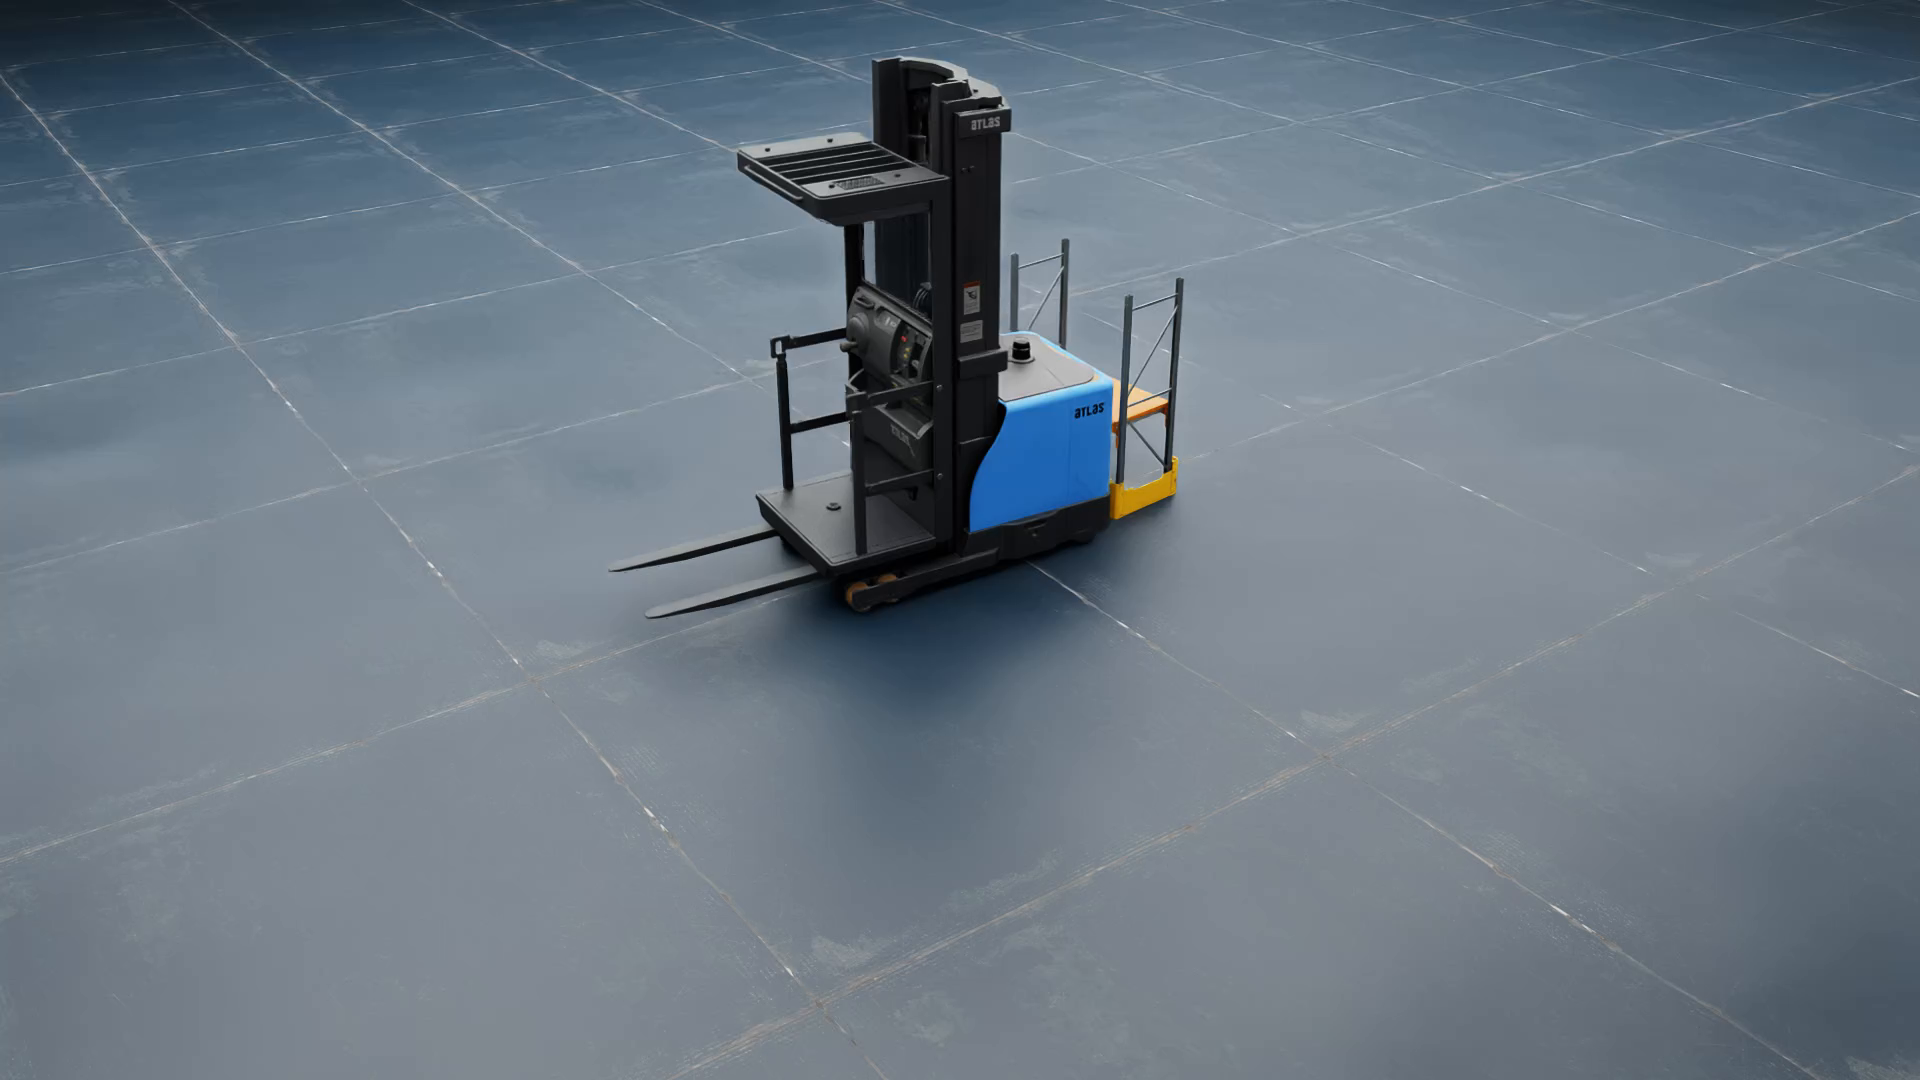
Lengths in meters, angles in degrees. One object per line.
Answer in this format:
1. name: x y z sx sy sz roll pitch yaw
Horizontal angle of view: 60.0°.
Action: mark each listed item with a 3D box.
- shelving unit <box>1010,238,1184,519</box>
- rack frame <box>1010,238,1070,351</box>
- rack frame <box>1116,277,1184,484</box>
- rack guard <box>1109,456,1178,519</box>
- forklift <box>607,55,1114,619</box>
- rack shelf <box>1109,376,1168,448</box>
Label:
1. shelving unit: 0.868 -1.075 10.885 0.587 1.500 1.083 -23 36 -35
2. rack frame: 0.527 -1.261 11.227 0.500 1.500 0.032 -23 36 -35
3. rack frame: 1.196 -0.896 10.554 0.500 1.500 0.032 -23 36 -35
4. rack guard: 1.195 -0.347 10.853 0.587 0.250 0.087 -23 36 -35
5. forklift: -0.588 -1.160 9.542 3.031 2.935 1.130 -16 32 -26
6. rack shelf: 0.862 -0.920 10.977 0.538 0.185 1.000 -23 36 -35
